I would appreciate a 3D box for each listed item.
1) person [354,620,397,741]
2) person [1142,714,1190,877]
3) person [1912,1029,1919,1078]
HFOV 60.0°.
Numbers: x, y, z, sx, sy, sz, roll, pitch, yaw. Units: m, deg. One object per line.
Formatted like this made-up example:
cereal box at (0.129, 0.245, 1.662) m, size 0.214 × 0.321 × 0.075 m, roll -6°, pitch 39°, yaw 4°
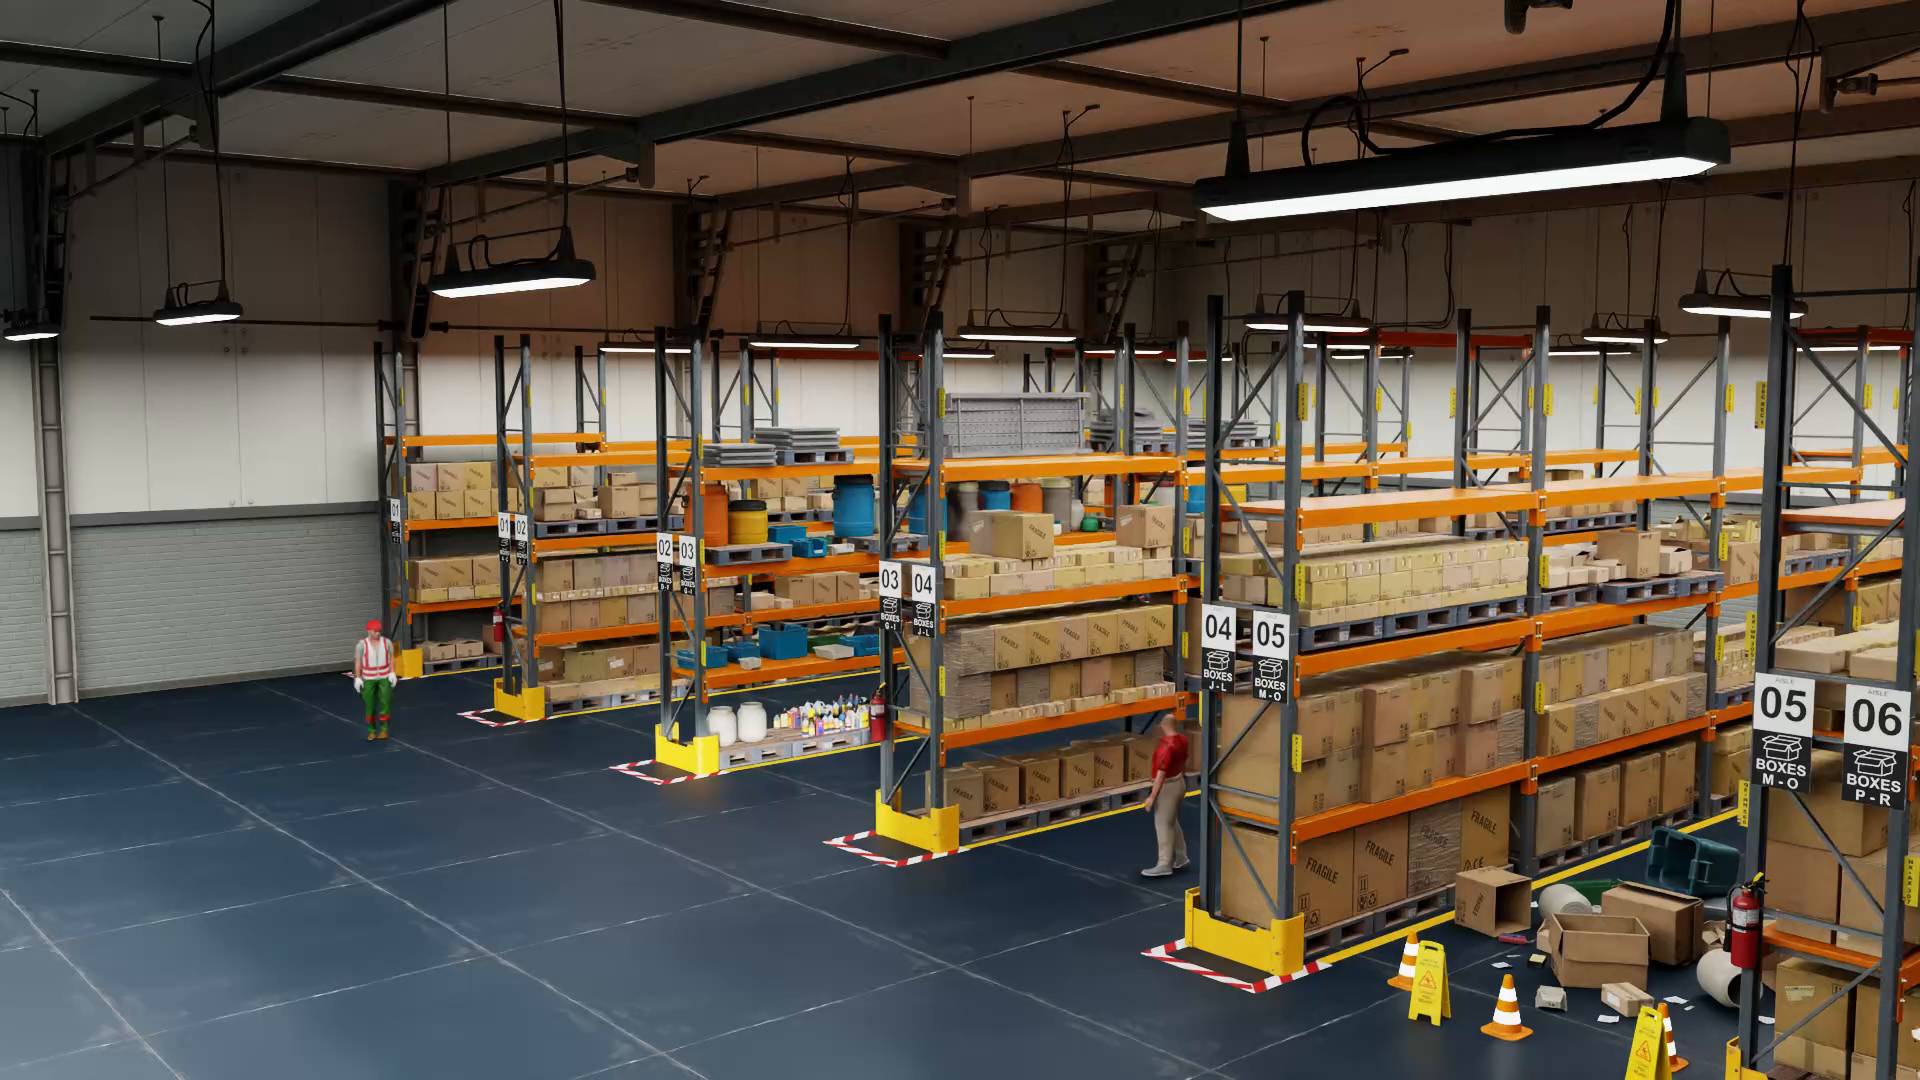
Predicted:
person at (-8.599, 2.055, 24.456) m, size 0.596 × 1.795 × 0.438 m, roll -3°, pitch 6°, yaw -28°
person at (2.219, 2.715, 17.732) m, size 0.422 × 1.779 × 0.646 m, roll 2°, pitch 6°, yaw 23°
person at (5.320, 3.464, 9.092) m, size 1.032 × 1.728 × 0.469 m, roll -1°, pitch 5°, yaw -6°
